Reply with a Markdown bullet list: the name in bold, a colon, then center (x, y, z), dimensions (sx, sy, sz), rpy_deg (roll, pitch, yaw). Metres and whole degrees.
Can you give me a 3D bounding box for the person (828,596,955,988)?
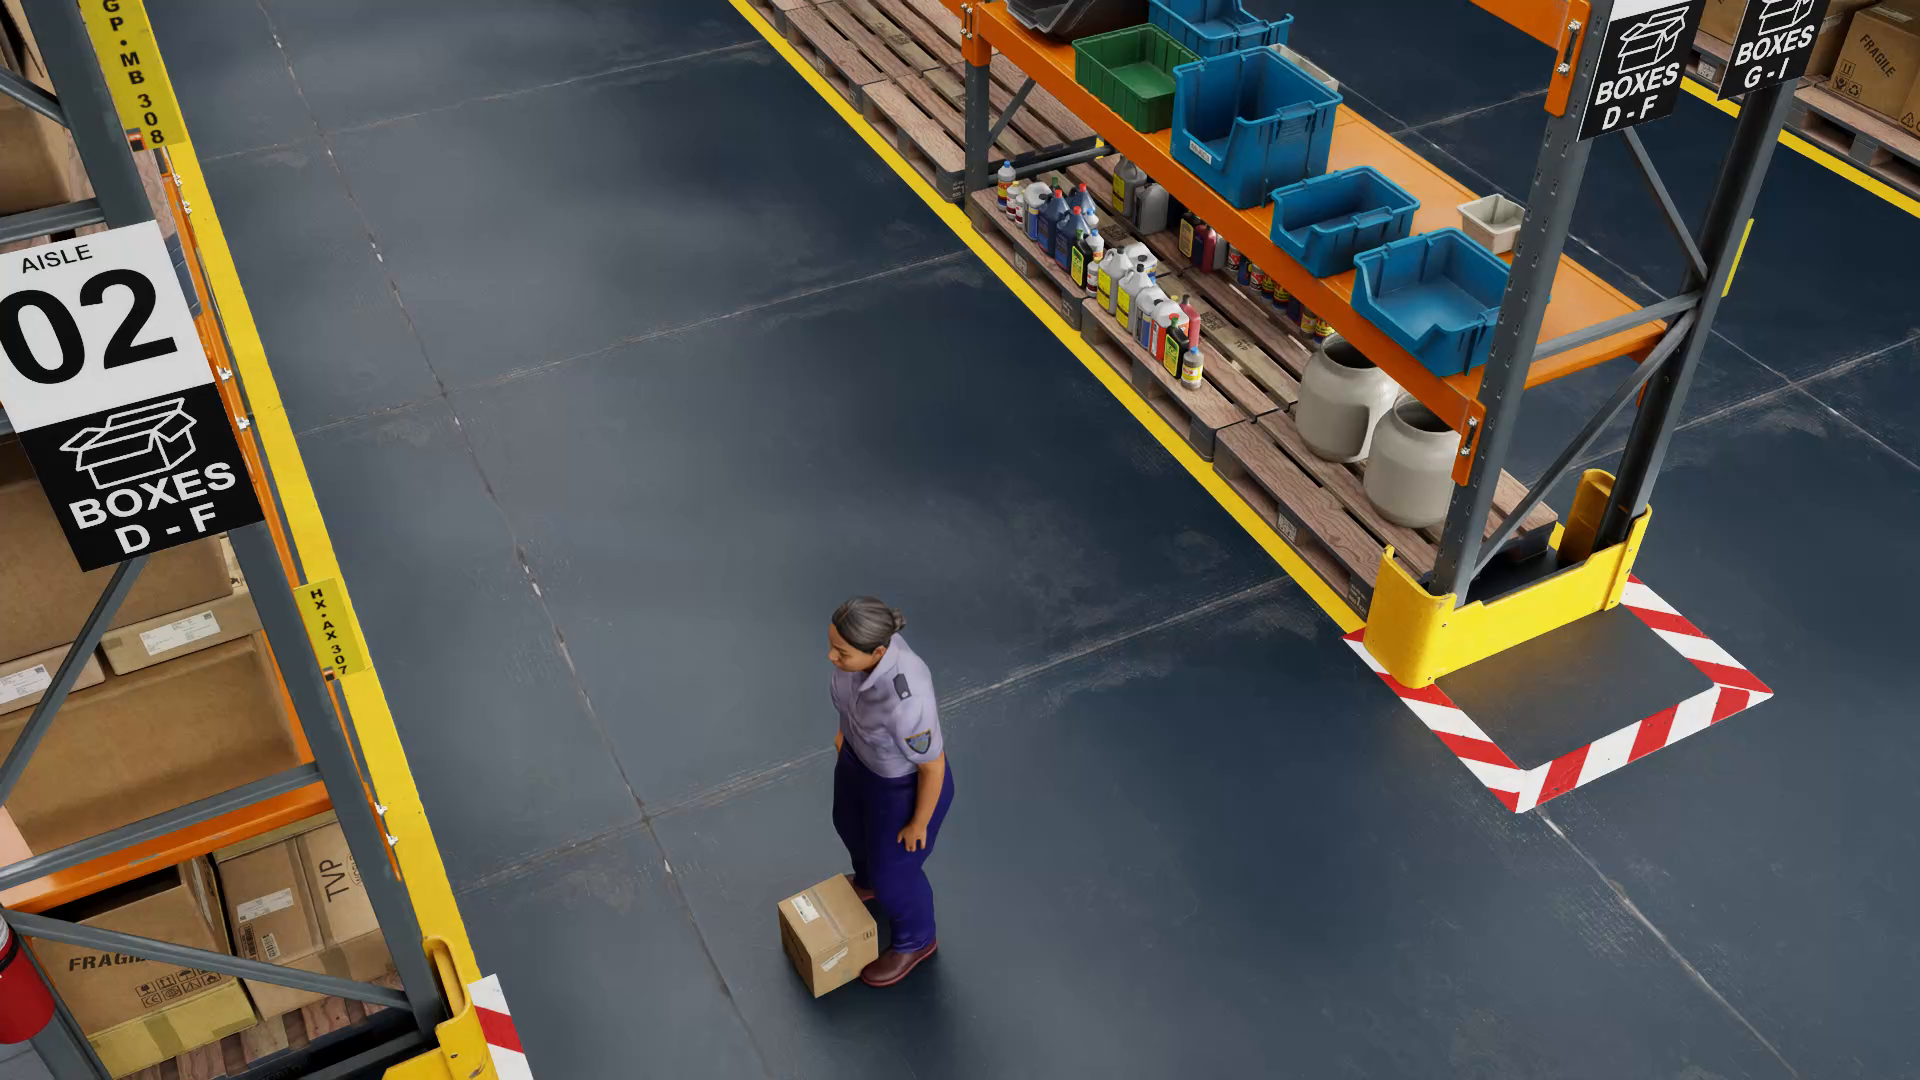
- **person**: center (-0.245, 0.755, 5.316), dimensions (0.376, 1.646, 0.549), rpy_deg (-21, 46, -22)
